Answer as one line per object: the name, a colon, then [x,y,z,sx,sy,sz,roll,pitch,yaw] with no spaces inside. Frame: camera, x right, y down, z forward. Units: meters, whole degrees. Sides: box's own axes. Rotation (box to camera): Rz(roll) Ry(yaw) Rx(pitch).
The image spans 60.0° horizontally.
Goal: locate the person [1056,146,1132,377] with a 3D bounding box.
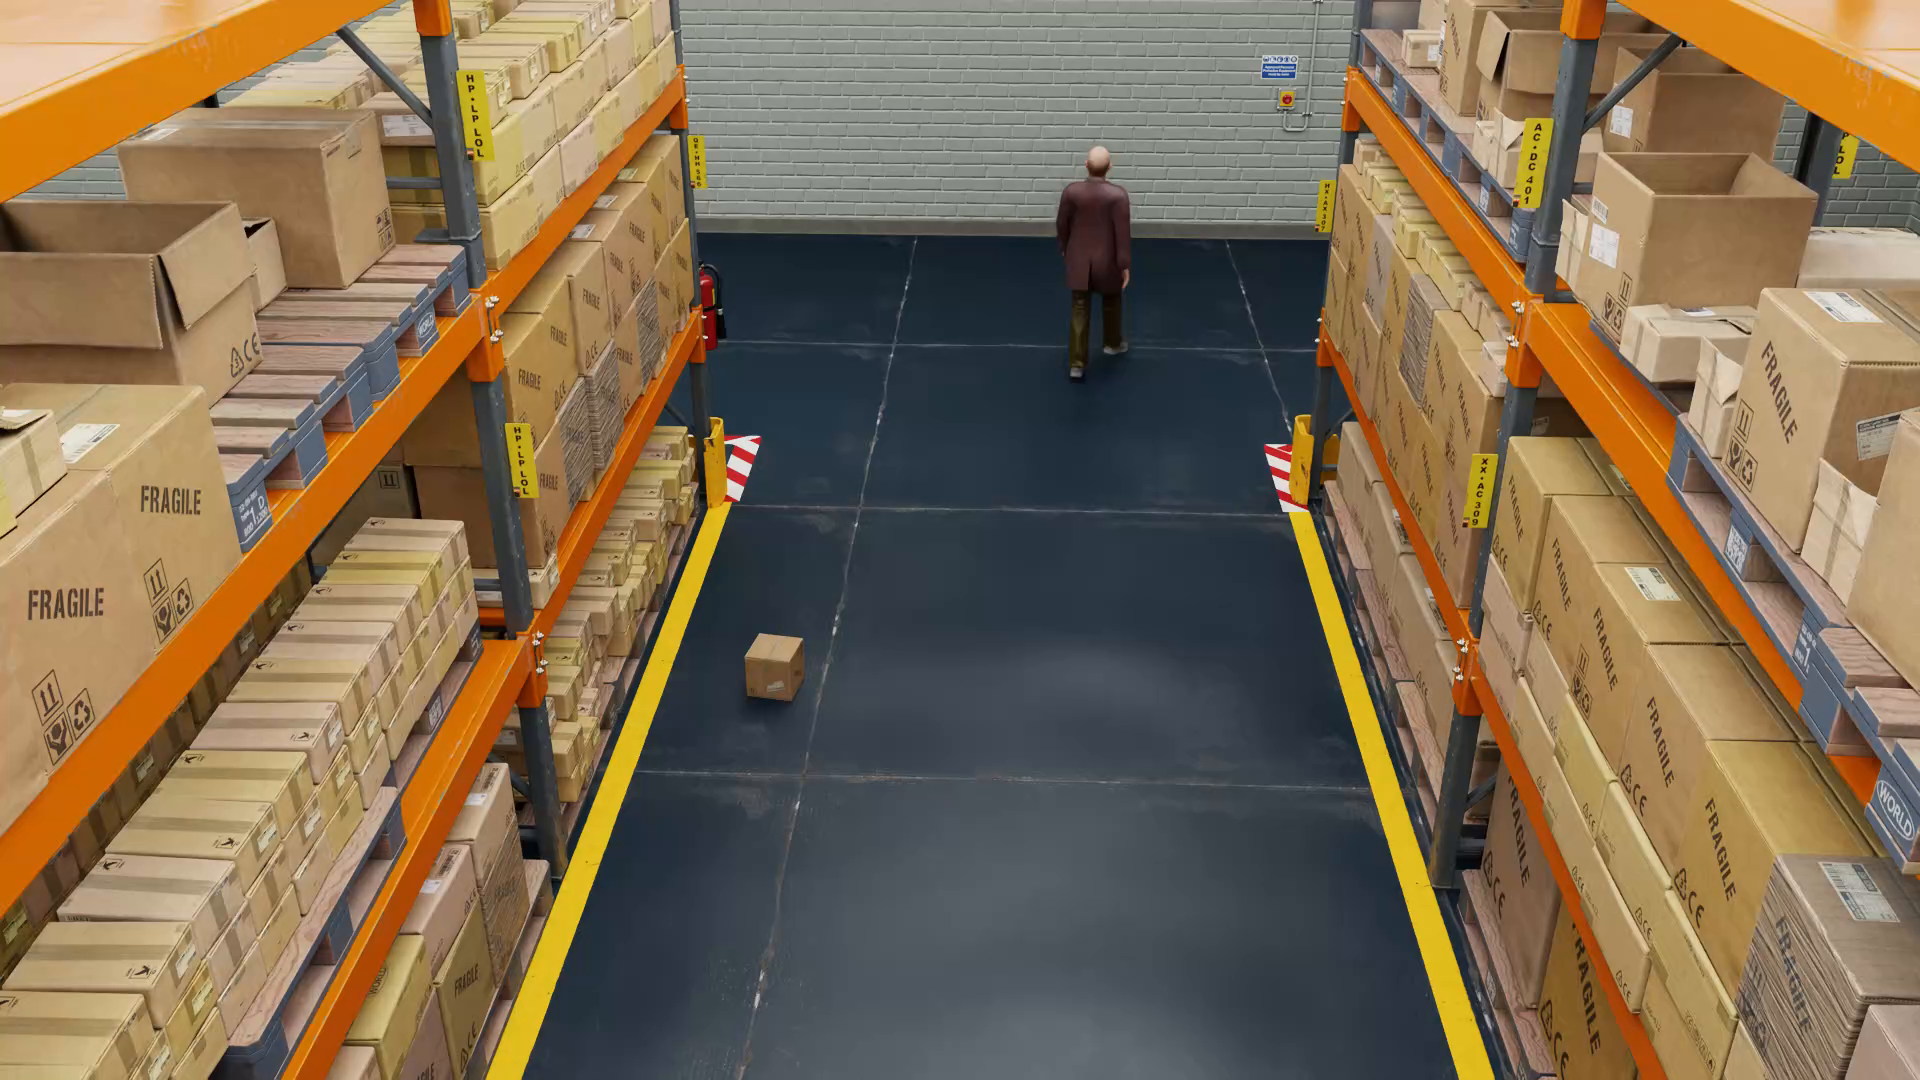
person: [1.054,-2.192,12.797,0.614,1.767,0.851,6,28,12]
